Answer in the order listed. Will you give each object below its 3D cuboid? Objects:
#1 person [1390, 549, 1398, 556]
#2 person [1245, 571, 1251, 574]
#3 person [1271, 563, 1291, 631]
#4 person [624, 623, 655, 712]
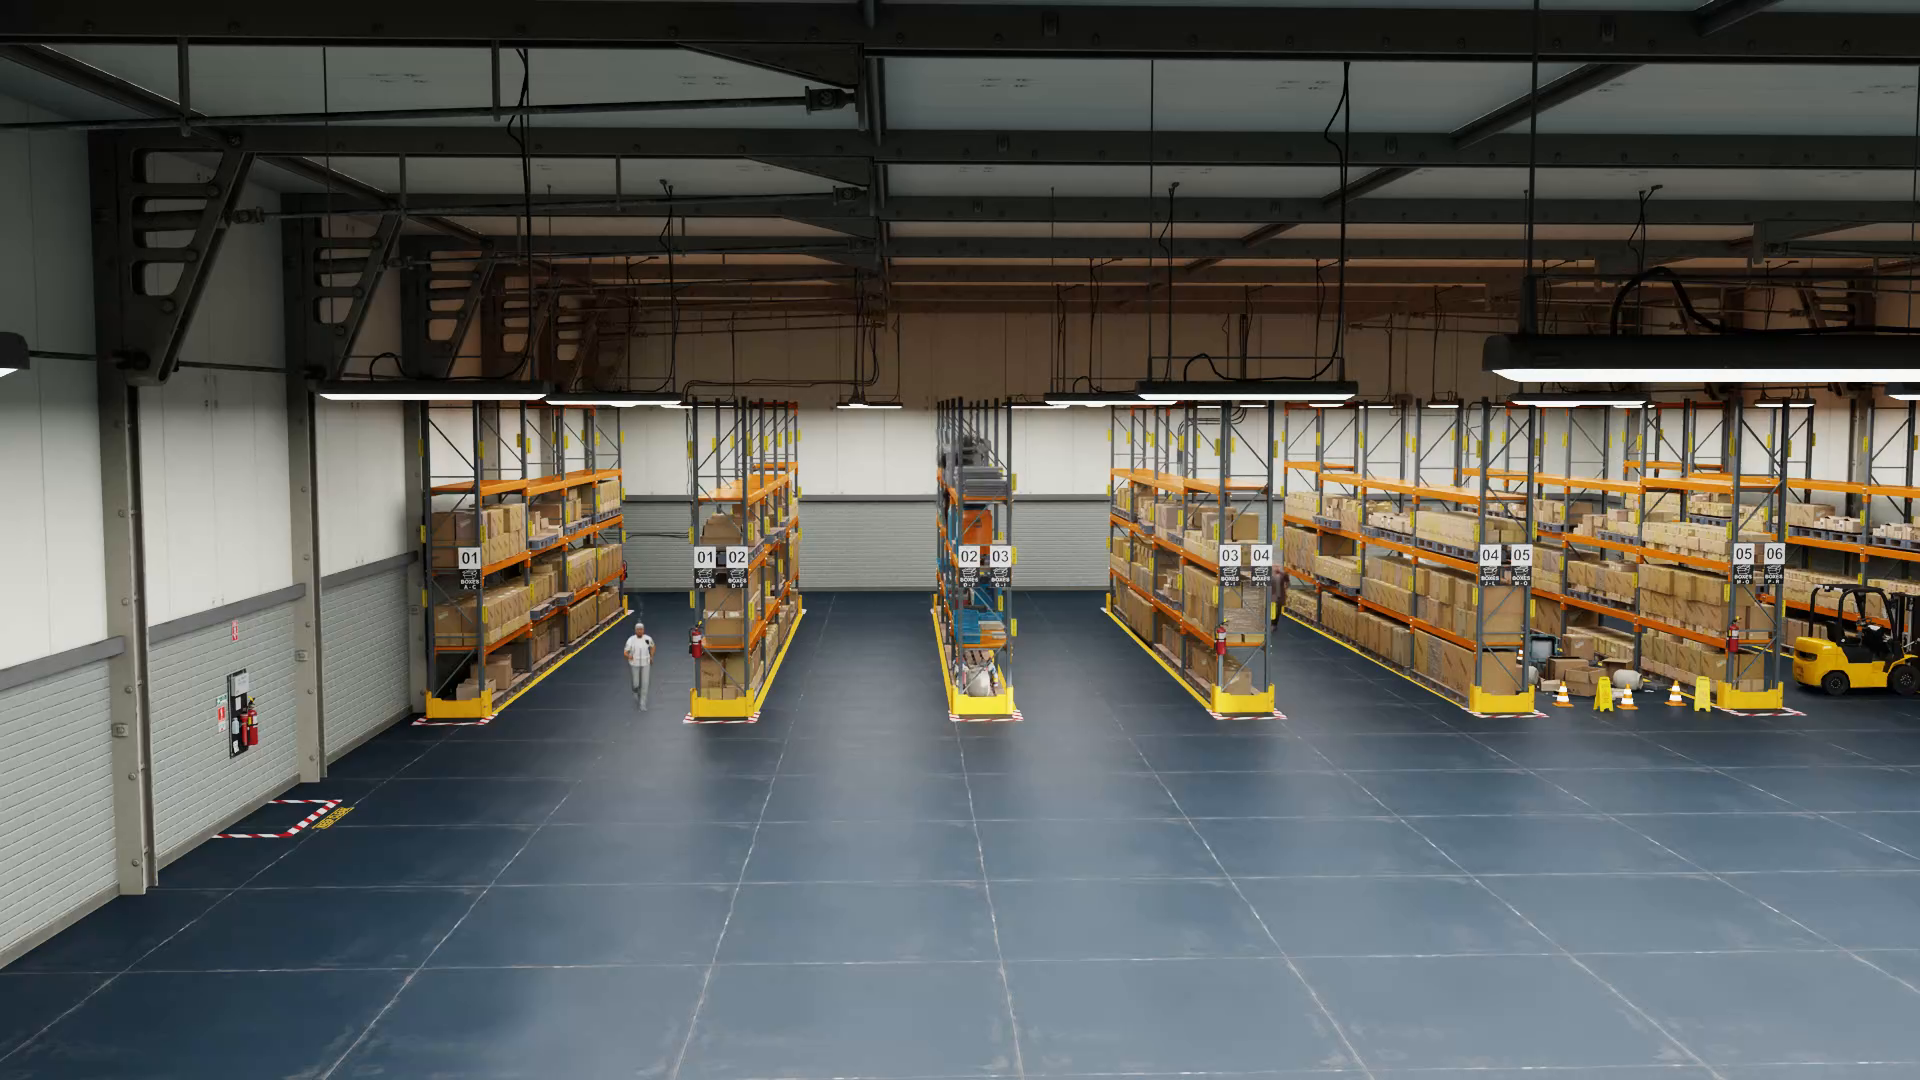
[{"bbox_3d":[12.865,1.027,49.242,0.983,1.771,0.675,0,4,-4],"label":"person"},{"bbox_3d":[7.974,1.170,47.540,0.721,1.738,0.959,3,5,33],"label":"person"},{"bbox_3d":[8.300,1.502,43.440,0.670,1.818,0.779,0,4,-2],"label":"person"},{"bbox_3d":[-6.168,2.428,32.077,0.607,1.659,0.849,-1,5,-15],"label":"person"}]
